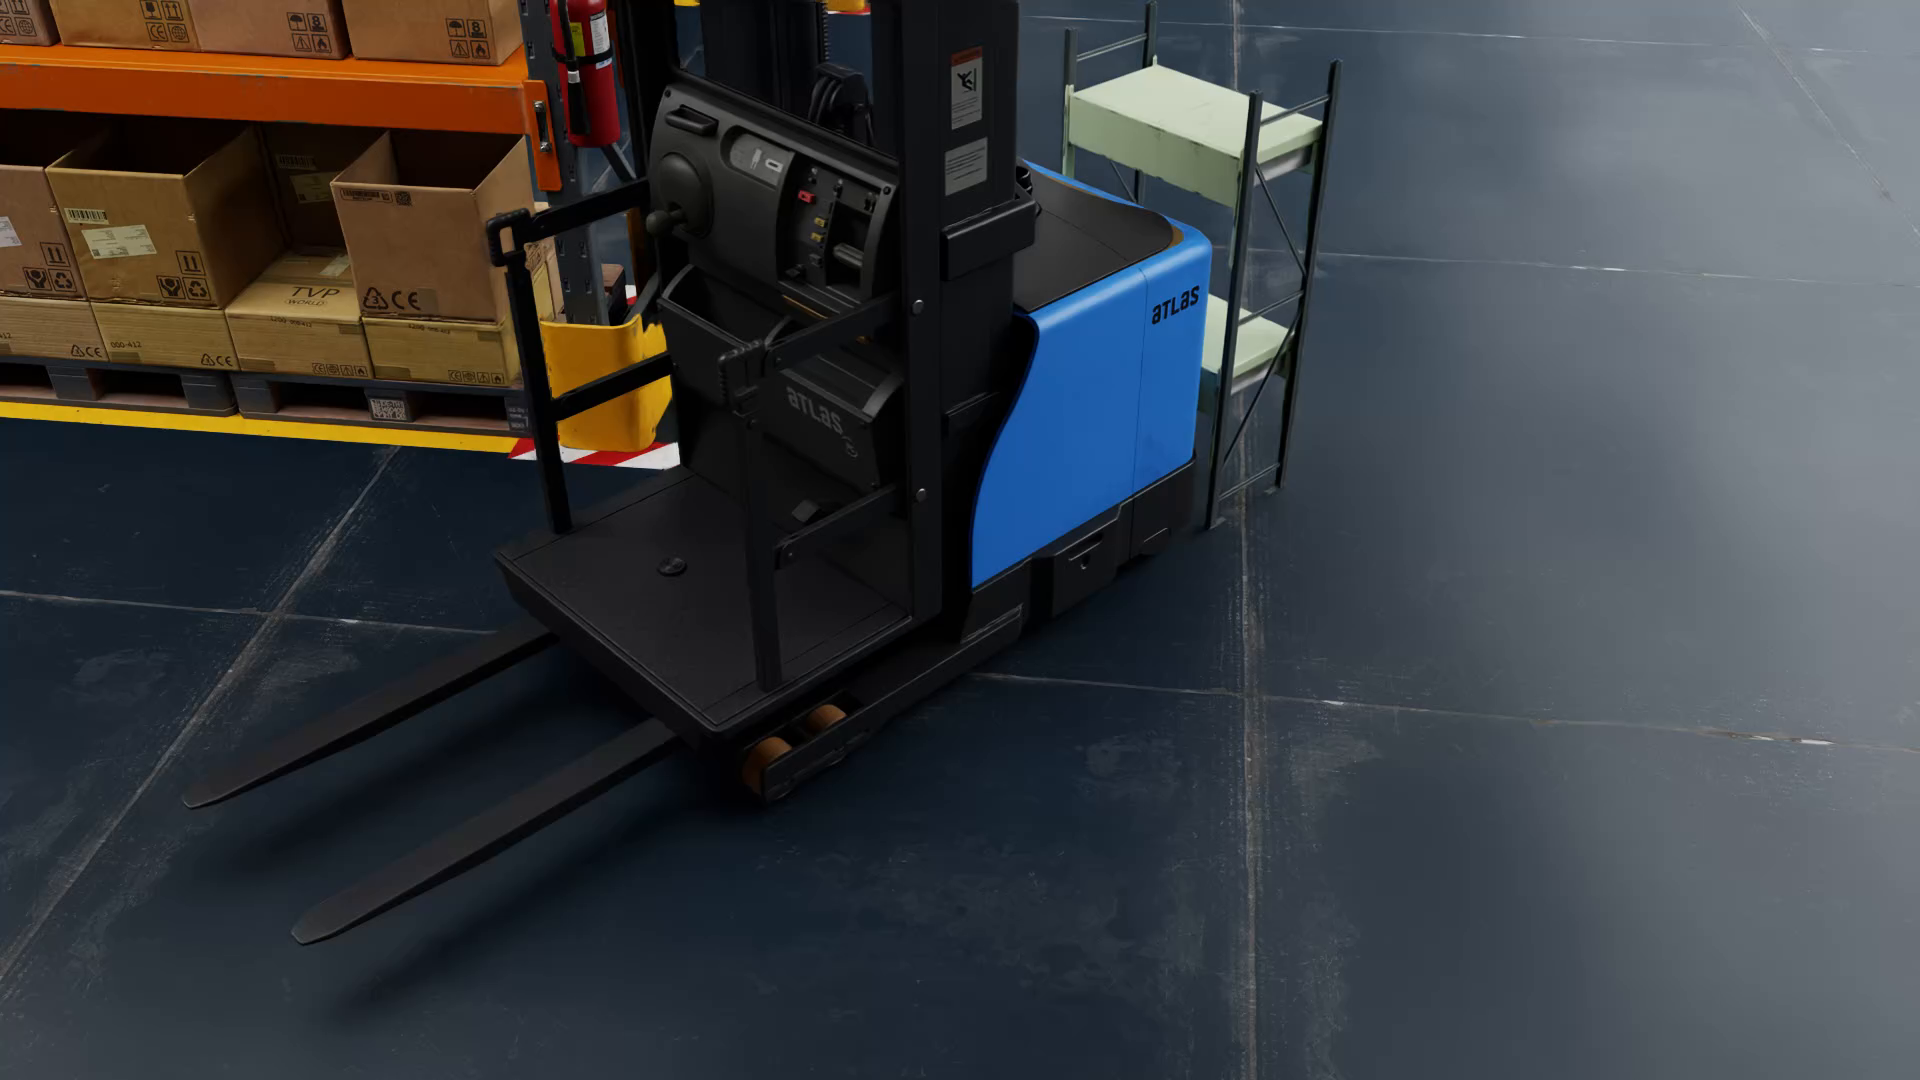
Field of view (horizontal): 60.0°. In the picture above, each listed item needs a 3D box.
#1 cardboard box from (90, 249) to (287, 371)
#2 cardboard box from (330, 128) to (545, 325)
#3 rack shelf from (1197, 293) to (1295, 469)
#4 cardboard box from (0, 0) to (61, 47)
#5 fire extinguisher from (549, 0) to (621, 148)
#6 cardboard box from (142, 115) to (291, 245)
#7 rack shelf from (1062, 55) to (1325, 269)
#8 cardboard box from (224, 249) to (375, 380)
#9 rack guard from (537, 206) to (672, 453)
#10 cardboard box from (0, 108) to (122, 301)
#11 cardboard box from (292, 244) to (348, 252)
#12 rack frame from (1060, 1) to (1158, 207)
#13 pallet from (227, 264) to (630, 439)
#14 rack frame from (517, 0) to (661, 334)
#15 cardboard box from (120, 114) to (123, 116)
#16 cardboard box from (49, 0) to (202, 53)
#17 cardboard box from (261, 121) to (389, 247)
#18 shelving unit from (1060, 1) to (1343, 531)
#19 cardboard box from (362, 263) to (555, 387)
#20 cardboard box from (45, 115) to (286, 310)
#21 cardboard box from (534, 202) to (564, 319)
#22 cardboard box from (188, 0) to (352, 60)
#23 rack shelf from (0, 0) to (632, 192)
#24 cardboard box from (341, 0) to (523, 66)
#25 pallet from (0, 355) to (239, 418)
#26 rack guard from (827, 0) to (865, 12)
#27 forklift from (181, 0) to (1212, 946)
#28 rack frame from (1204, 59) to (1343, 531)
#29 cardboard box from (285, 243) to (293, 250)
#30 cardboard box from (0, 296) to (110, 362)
[{"bbox_3d":[-2.801,-0.866,6.128,0.500,0.250,0.500,4,36,6],"label":"cardboard box"},{"bbox_3d":[-1.808,-1.104,5.816,0.500,0.500,0.500,4,36,6],"label":"cardboard box"},{"bbox_3d":[0.724,-0.615,5.623,0.431,0.370,0.720,-28,44,-33],"label":"rack shelf"},{"bbox_3d":[-3.235,-2.074,5.729,0.500,0.500,0.700,5,36,7],"label":"cardboard box"},{"bbox_3d":[-1.180,-1.571,5.177,0.183,0.674,0.296,4,36,6],"label":"fire extinguisher"},{"bbox_3d":[-2.735,-1.469,6.327,0.500,0.500,0.500,4,36,6],"label":"cardboard box"},{"bbox_3d":[0.724,-1.198,5.207,0.431,0.370,0.720,-28,44,-33],"label":"rack shelf"},{"bbox_3d":[-2.305,-0.830,6.077,0.500,0.250,0.500,4,36,6],"label":"cardboard box"},{"bbox_3d":[-1.214,-0.860,6.265,0.348,0.500,1.175,4,36,6],"label":"rack guard"},{"bbox_3d":[-3.297,-1.207,5.960,0.500,0.500,0.500,4,36,6],"label":"cardboard box"},{"bbox_3d":[-2.238,-1.133,6.502,0.500,0.250,0.500,4,36,6],"label":"cardboard box"},{"bbox_3d":[0.478,-1.037,5.654,0.400,1.500,0.023,-28,44,-33],"label":"rack frame"},{"bbox_3d":[-2.002,-0.776,6.397,1.213,0.211,1.003,4,36,6],"label":"pallet"},{"bbox_3d":[-1.238,-1.879,5.541,0.127,3.000,1.000,4,36,6],"label":"rack frame"},{"bbox_3d":[-3.229,-1.516,6.393,0.500,0.500,0.500,4,36,6],"label":"cardboard box"},{"bbox_3d":[-2.713,-2.038,5.678,0.500,0.500,0.700,4,36,6],"label":"cardboard box"},{"bbox_3d":[-2.238,-1.439,6.286,0.500,0.500,0.500,4,36,6],"label":"cardboard box"},{"bbox_3d":[0.724,-0.880,5.433,0.431,1.500,0.755,-28,44,-33],"label":"shelving unit"},{"bbox_3d":[-1.807,-0.800,6.035,0.500,0.250,0.500,4,36,6],"label":"cardboard box"},{"bbox_3d":[-2.801,-1.169,5.907,0.500,0.500,0.500,4,36,6],"label":"cardboard box"},{"bbox_3d":[-1.741,-1.098,6.453,0.500,0.250,0.500,4,36,6],"label":"cardboard box"},{"bbox_3d":[-2.221,-1.997,5.622,0.500,0.500,0.700,5,36,7],"label":"cardboard box"},{"bbox_3d":[-3.222,-1.734,5.958,4.000,0.370,1.077,4,36,6],"label":"rack shelf"},{"bbox_3d":[-1.699,-1.961,5.571,0.500,0.500,0.700,4,36,6],"label":"cardboard box"},{"bbox_3d":[-3.208,-0.868,6.525,1.213,0.211,1.003,4,36,6],"label":"pallet"},{"bbox_3d":[-0.685,-3.694,10.236,0.348,0.500,1.175,4,36,6],"label":"rack guard"},{"bbox_3d":[-0.647,-0.832,4.134,3.031,2.935,1.130,-29,45,-34],"label":"forklift"},{"bbox_3d":[0.970,-0.723,5.213,0.400,1.500,0.023,-28,44,-33],"label":"rack frame"},{"bbox_3d":[-2.734,-1.170,6.554,0.500,0.250,0.500,4,36,6],"label":"cardboard box"},{"bbox_3d":[-3.297,-0.904,6.181,0.500,0.250,0.500,4,36,6],"label":"cardboard box"}]
